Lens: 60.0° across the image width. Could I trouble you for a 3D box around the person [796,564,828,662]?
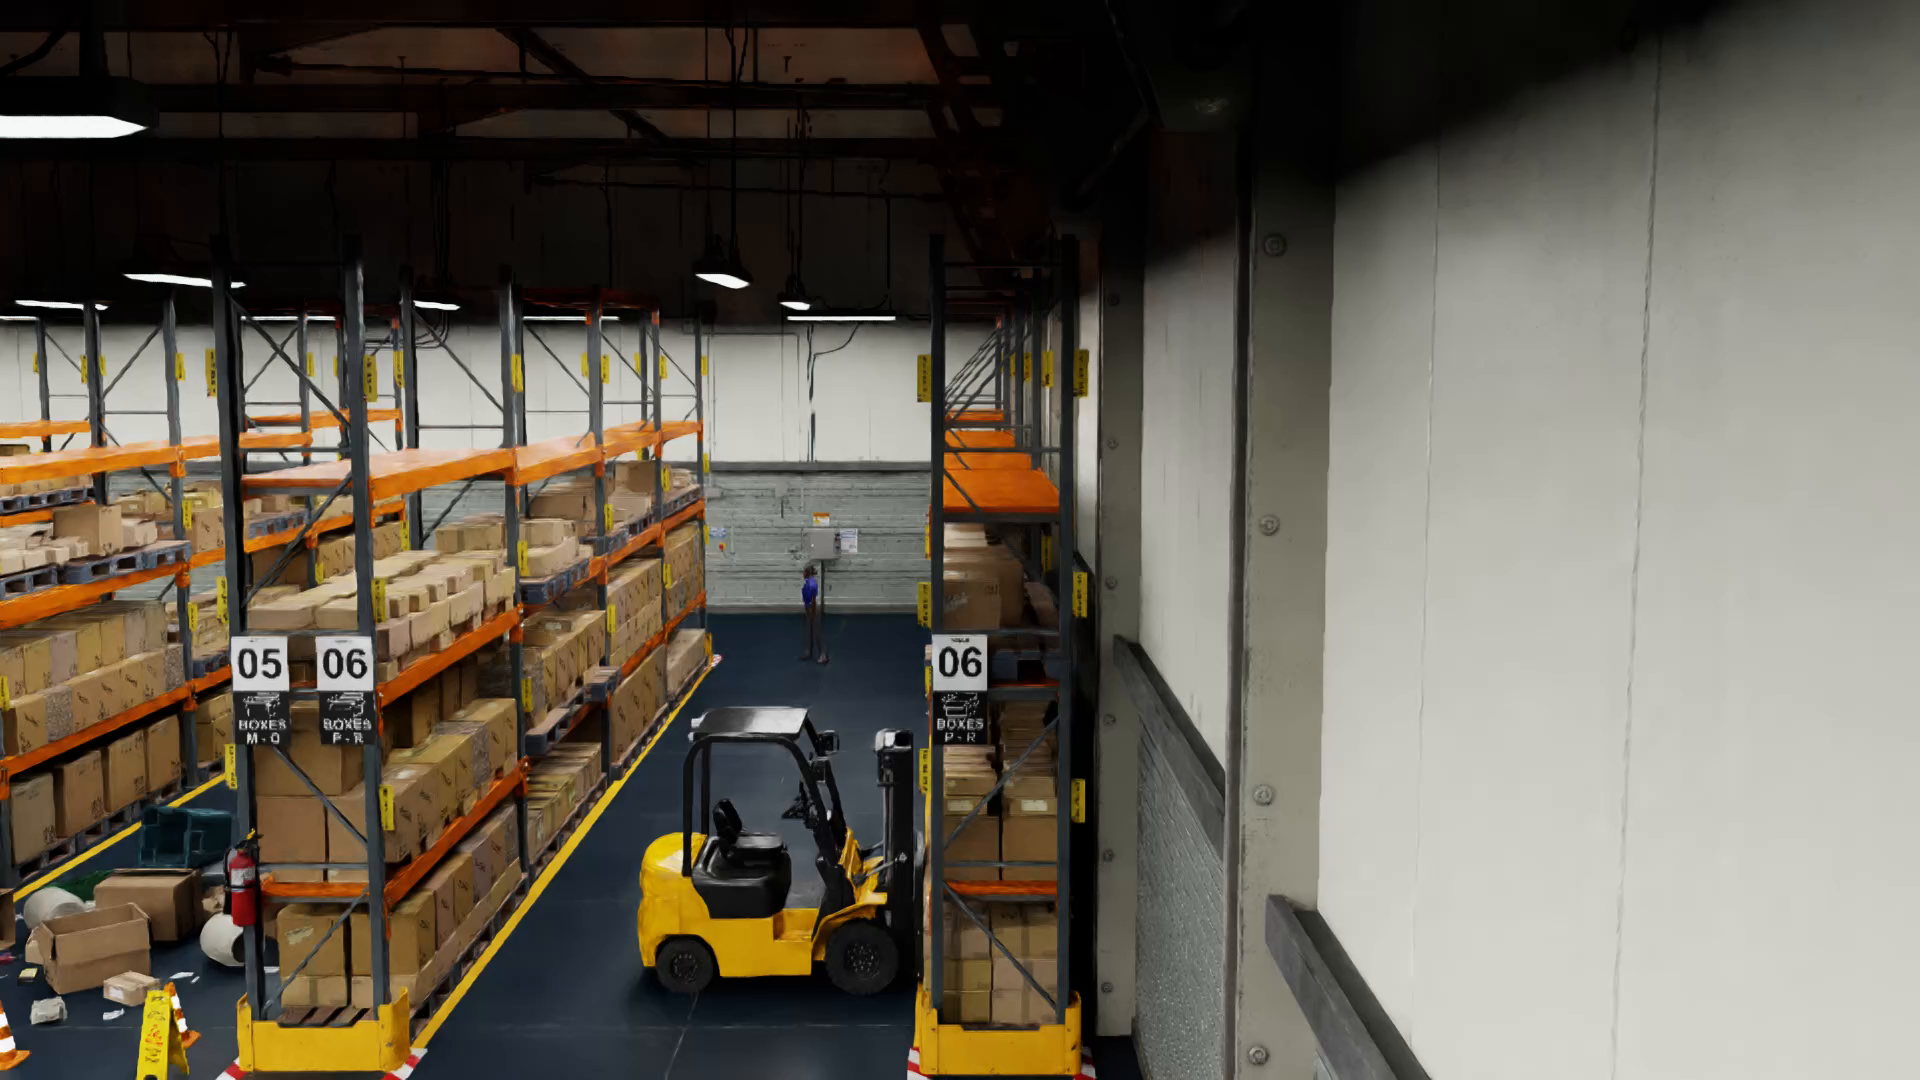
[{"bbox_3d":[-2.508,1.230,28.212,0.511,1.655,0.588,-2,6,-14],"label":"person"}]
